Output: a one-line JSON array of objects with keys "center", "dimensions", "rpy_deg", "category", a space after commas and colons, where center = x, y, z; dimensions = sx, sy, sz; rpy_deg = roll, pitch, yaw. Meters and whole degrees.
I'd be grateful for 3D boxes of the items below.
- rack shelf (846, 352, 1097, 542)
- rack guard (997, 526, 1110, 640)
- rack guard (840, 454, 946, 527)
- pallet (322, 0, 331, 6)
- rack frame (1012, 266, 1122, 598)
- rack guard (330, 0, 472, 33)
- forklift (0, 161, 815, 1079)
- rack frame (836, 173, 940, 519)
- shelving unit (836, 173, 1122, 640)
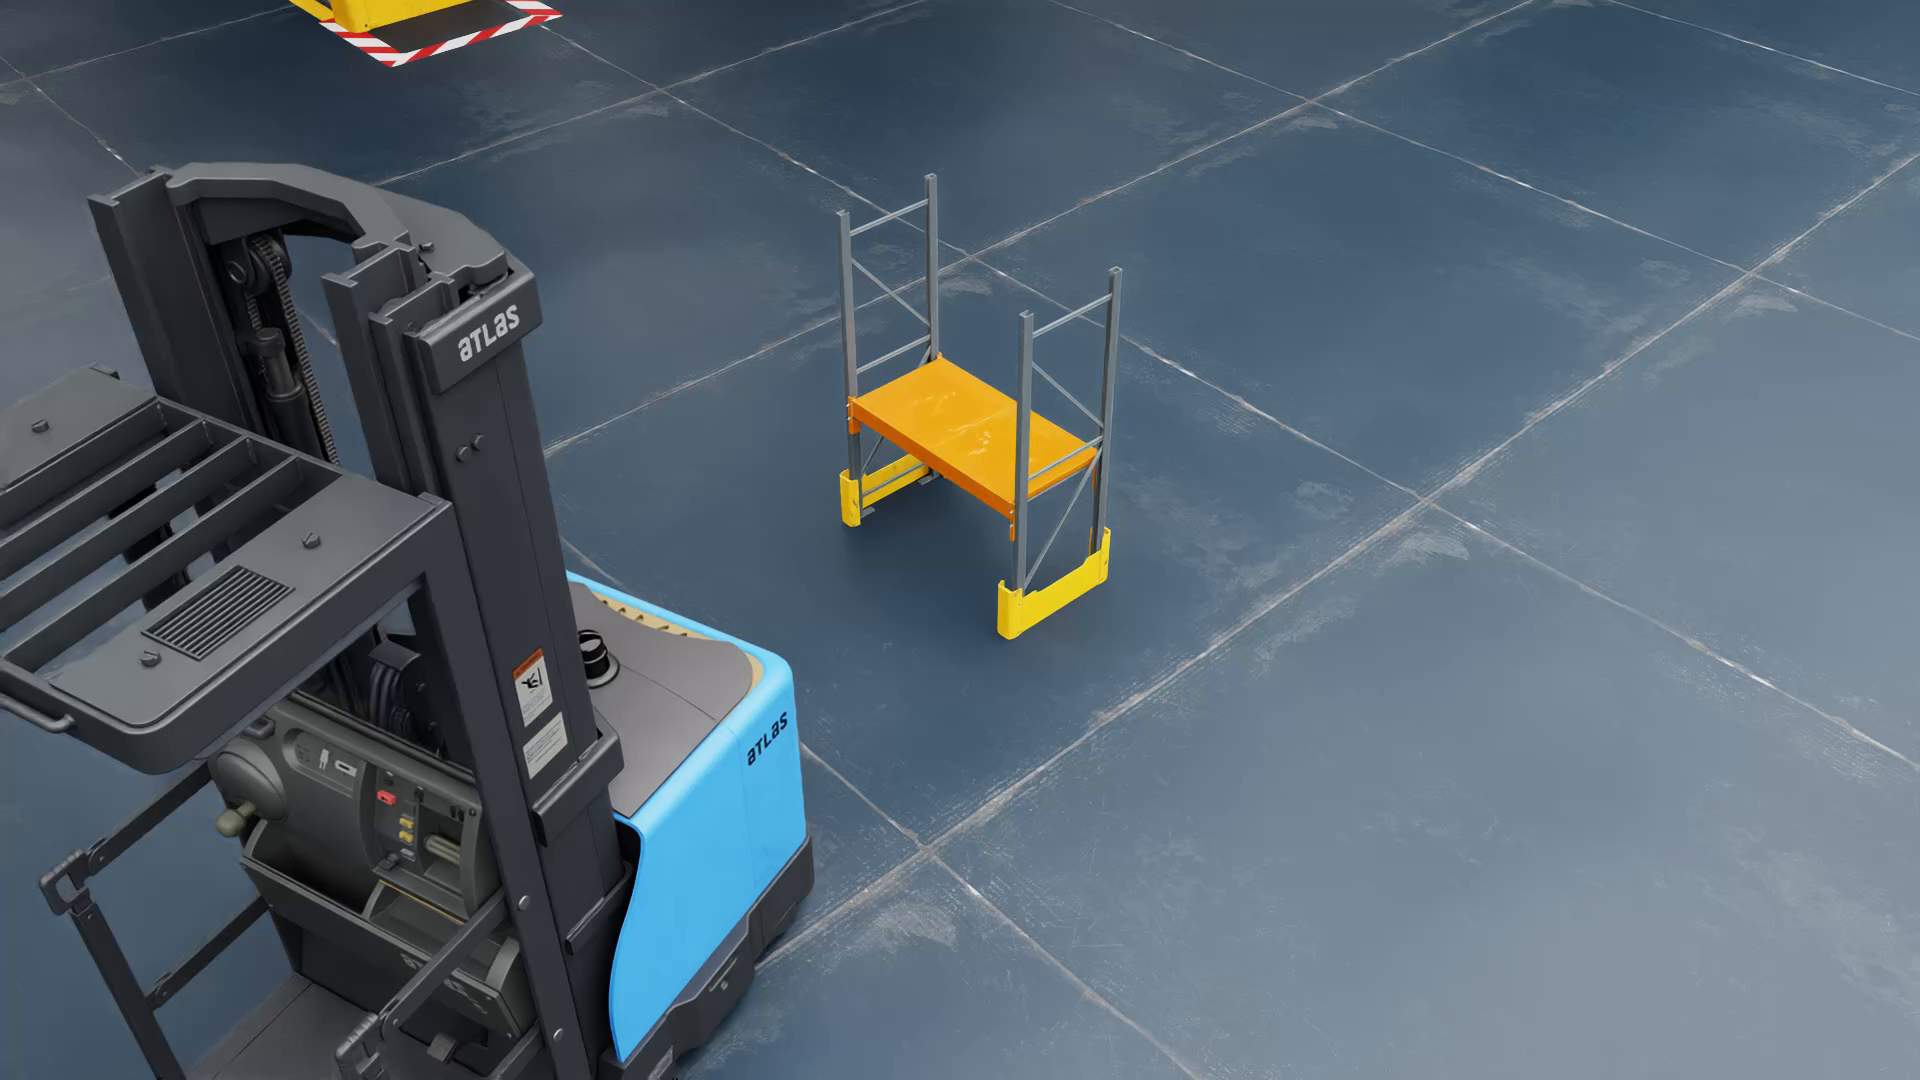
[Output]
[{"center": [0.058, -0.404, 6.843], "dimensions": [0.538, 0.185, 1.000], "rpy_deg": [-30, 48, -32], "category": "rack shelf"}, {"center": [0.388, 0.169, 6.842], "dimensions": [0.587, 0.250, 0.087], "rpy_deg": [-30, 48, -32], "category": "rack guard"}, {"center": [-0.285, -0.292, 7.413], "dimensions": [0.587, 0.250, 0.087], "rpy_deg": [-30, 48, -32], "category": "rack guard"}, {"center": [-4.441, -4.333, 12.447], "dimensions": [1.003, 0.211, 1.213], "rpy_deg": [-30, 48, -32], "category": "pallet"}, {"center": [0.402, -0.309, 6.439], "dimensions": [0.500, 1.500, 0.032], "rpy_deg": [-30, 48, -32], "category": "rack frame"}, {"center": [-3.918, -4.054, 11.872], "dimensions": [1.175, 0.500, 0.348], "rpy_deg": [-30, 48, -32], "category": "rack guard"}, {"center": [-1.655, 0.724, 4.021], "dimensions": [1.130, 2.935, 3.031], "rpy_deg": [19, 43, 22], "category": "forklift"}, {"center": [-0.286, -0.779, 7.021], "dimensions": [0.500, 1.500, 0.032], "rpy_deg": [-30, 48, -32], "category": "rack frame"}, {"center": [0.052, -0.548, 6.735], "dimensions": [0.587, 1.500, 1.083], "rpy_deg": [-30, 48, -32], "category": "shelving unit"}]
